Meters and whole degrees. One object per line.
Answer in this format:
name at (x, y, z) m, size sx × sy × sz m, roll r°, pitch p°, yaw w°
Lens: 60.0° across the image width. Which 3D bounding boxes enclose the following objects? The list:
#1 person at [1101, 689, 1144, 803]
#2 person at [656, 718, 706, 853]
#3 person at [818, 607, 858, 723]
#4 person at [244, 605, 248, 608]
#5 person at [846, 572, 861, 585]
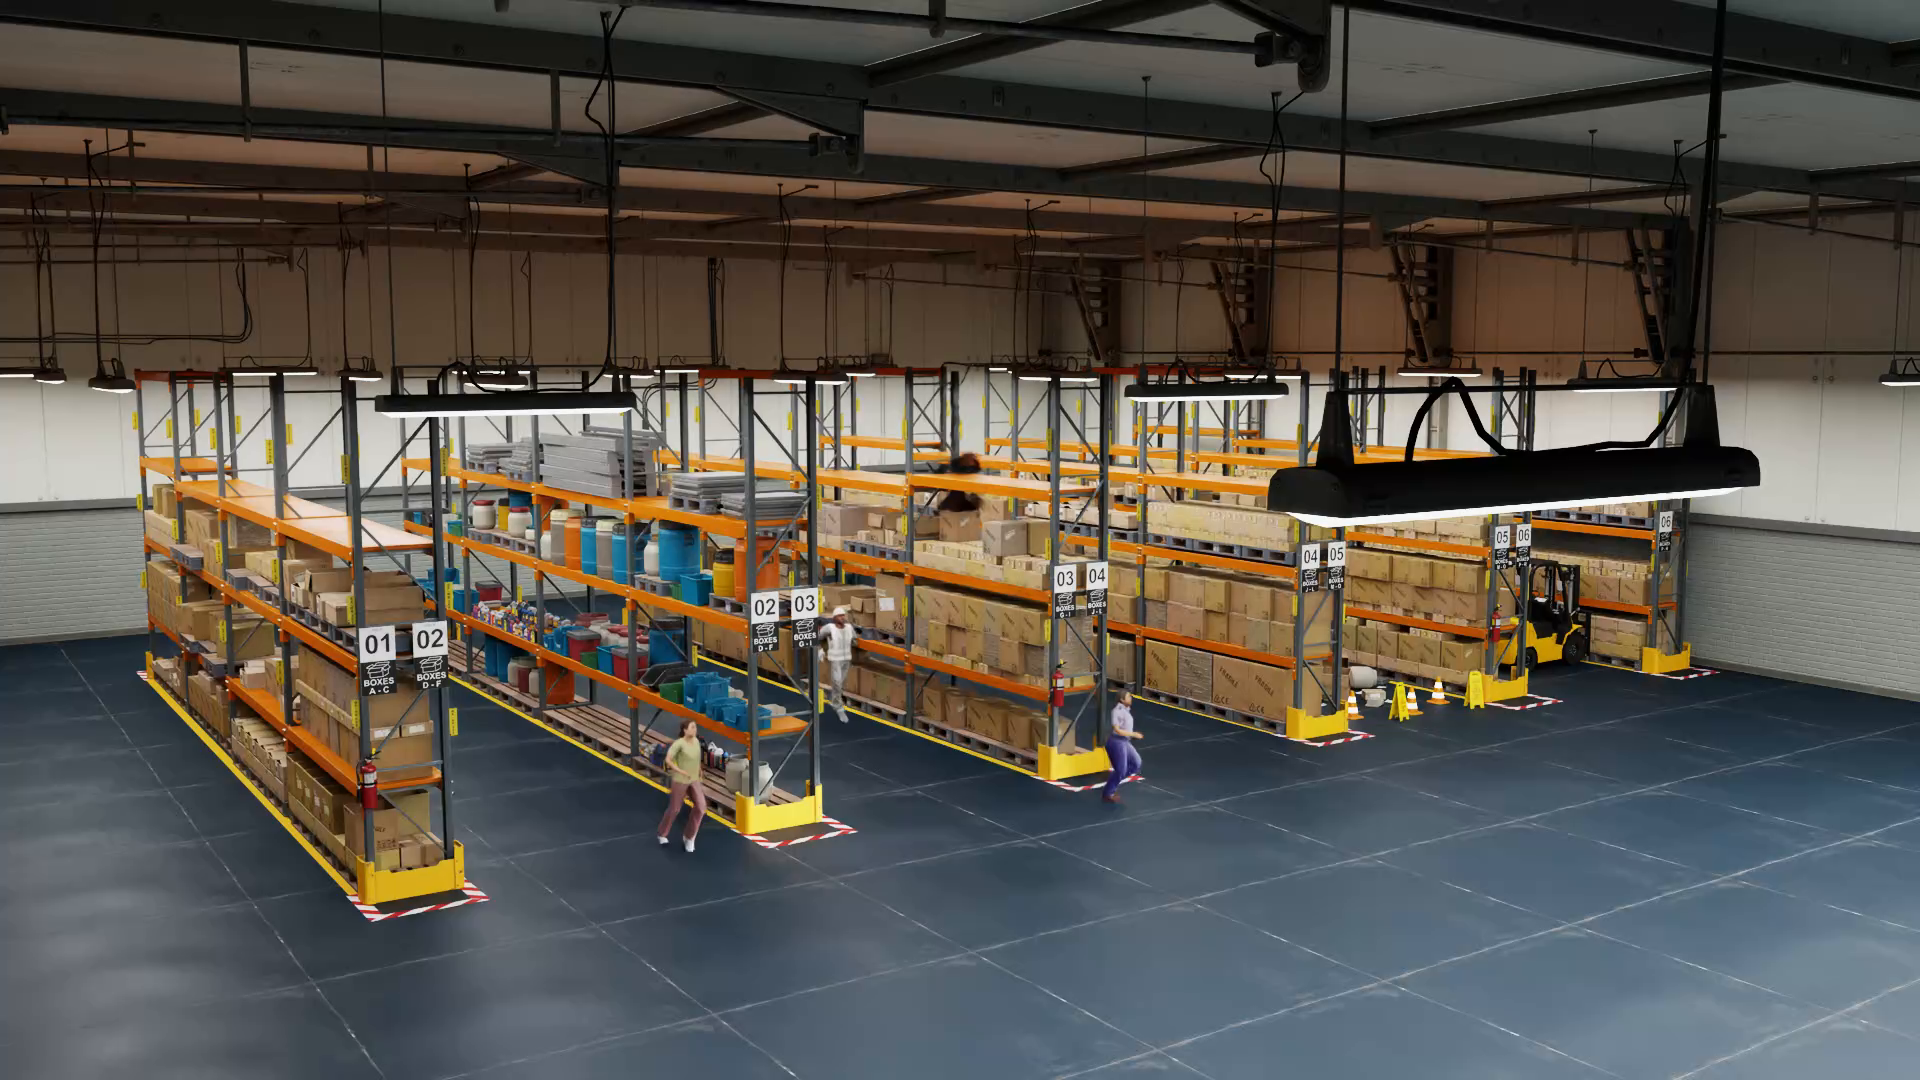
person at (2.315, 2.899, 23.489) m, size 0.608 × 1.606 × 0.646 m, roll 2°, pitch 7°, yaw 14°
person at (-3.514, 3.116, 21.346) m, size 0.637 × 1.682 × 0.690 m, roll -6°, pitch 9°, yaw -44°
person at (-2.006, 2.054, 27.722) m, size 0.670 × 1.881 × 0.773 m, roll -5°, pitch 8°, yaw -38°
person at (-14.739, 1.678, 33.838) m, size 0.660 × 1.712 × 0.739 m, roll 1°, pitch 6°, yaw 7°
person at (-2.633, 0.835, 41.956) m, size 0.705 × 1.538 × 0.594 m, roll 1°, pitch 6°, yaw 5°
